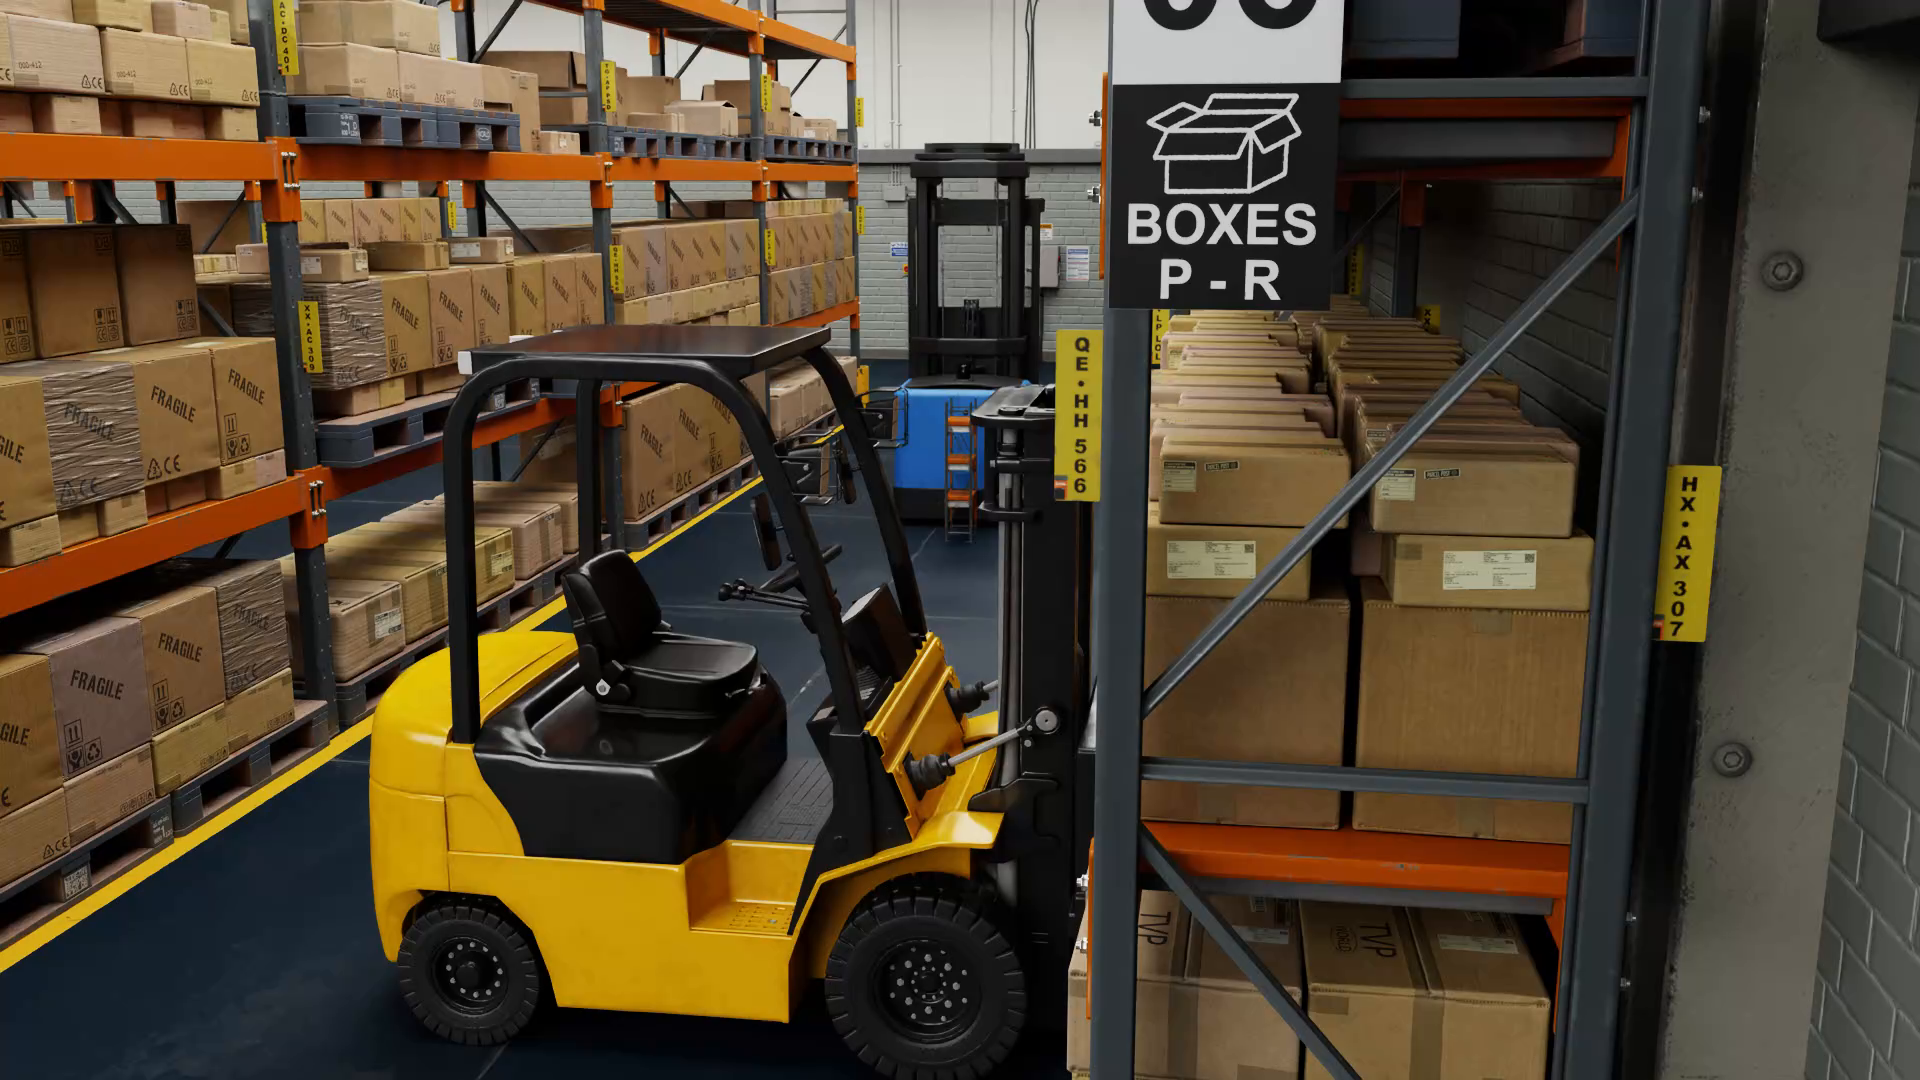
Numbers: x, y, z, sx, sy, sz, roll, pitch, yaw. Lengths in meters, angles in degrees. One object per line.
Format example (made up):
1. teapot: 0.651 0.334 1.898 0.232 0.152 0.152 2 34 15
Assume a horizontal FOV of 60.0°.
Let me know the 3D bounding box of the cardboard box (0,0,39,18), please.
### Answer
1. cardboard box: -3.492 -1.913 5.832 0.380 0.149 0.250 2 12 9

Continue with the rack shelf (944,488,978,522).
1. rack shelf: 0.008 -0.242 12.495 0.215 0.259 0.240 2 12 9

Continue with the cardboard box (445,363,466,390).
1. cardboard box: -2.993 -0.929 9.282 0.380 0.149 0.250 2 12 9

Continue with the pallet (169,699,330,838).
1. pallet: -3.594 0.979 7.448 1.003 0.211 1.213 2 12 9

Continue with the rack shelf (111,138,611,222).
1. rack shelf: -3.218 -2.056 9.500 1.077 0.370 4.000 2 12 9

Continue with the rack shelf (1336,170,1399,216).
1. rack shelf: 1.687 -1.896 8.757 1.077 0.370 4.000 2 12 9

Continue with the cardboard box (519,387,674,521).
1. cardboard box: -2.722 -0.665 12.506 0.875 0.875 0.875 2 12 8

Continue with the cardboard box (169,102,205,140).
1. cardboard box: -3.399 -1.743 6.937 0.380 0.149 0.250 2 12 9

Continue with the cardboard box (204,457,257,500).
1. cardboard box: -3.306 -0.273 7.236 0.380 0.149 0.250 2 12 10

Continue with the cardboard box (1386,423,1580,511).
1. cardboard box: 1.130 -0.160 3.631 0.380 0.149 0.250 2 12 11

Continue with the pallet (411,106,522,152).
1. pallet: -3.169 -2.240 9.094 1.213 0.211 1.003 2 12 9

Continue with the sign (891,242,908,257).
1. sign: -0.874 -4.344 24.887 0.327 0.218 0.001 2 12 9

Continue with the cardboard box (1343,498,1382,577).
1. cardboard box: 1.048 -0.014 3.659 0.380 0.149 0.250 2 12 9

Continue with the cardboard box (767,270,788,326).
1. cardboard box: -1.964 -2.328 15.939 0.500 0.500 0.500 2 12 11

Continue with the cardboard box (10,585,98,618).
1. cardboard box: -3.954 0.473 6.926 0.500 0.500 0.500 2 12 11

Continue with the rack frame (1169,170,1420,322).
1. rack frame: 1.379 -0.365 7.065 1.000 3.000 0.127 2 12 9

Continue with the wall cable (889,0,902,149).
1. wall cable: -1.084 -7.149 24.304 0.463 3.000 0.029 2 12 9

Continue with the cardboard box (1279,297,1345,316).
1. cardboard box: 2.115 -1.379 9.995 0.380 0.149 0.250 2 12 9

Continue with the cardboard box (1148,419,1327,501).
1. cardboard box: 0.618 -0.177 3.712 0.380 0.149 0.250 2 12 9

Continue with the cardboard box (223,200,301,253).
1. cardboard box: -6.892 -3.098 16.434 0.500 0.500 0.500 2 12 10

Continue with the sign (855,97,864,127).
1. sign: -1.146 -4.863 18.903 0.100 0.325 0.005 2 12 9

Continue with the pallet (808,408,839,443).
1. pallet: -1.916 -1.237 17.734 1.003 0.211 1.213 2 12 9

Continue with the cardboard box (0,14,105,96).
1. cardboard box: -3.497 -1.752 6.031 0.500 0.250 0.500 2 12 8

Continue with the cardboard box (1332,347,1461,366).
1. cardboard box: 1.400 -0.534 5.369 0.380 0.149 0.250 2 12 8

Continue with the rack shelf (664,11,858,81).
1. rack shelf: -1.988 -4.992 16.953 1.077 0.370 4.000 2 12 9

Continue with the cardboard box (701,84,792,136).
1. cardboard box: -2.120 -4.243 16.461 0.797 0.503 0.637 3 12 13

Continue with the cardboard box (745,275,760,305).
1. cardboard box: -2.123 -2.261 15.036 0.500 0.250 0.500 2 12 9

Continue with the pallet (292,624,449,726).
1. pallet: -3.407 0.676 8.854 1.003 0.211 1.213 2 12 9

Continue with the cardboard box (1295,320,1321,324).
1. cardboard box: 1.860 -1.008 8.273 0.380 0.149 0.250 2 12 9

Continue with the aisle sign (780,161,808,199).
1. aisle sign: -1.956 -4.318 19.238 0.394 0.787 0.004 2 12 9

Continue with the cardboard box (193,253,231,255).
1. cardboard box: -7.407 -2.633 16.650 0.500 0.500 0.500 2 12 9

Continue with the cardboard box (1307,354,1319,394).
1. cardboard box: 1.584 -0.655 6.637 0.380 0.149 0.250 2 12 8

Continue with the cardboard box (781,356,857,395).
1. cardboard box: -1.683 -1.835 18.972 0.875 0.438 0.875 1 12 7

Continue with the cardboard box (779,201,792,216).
1. cardboard box: -1.870 -3.260 16.351 0.380 0.149 0.250 2 12 8

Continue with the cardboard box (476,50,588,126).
1. cardboard box: -3.002 -3.163 11.687 0.797 0.503 0.637 1 12 5

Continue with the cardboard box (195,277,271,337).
1. cardboard box: -3.681 -1.028 8.203 0.500 0.500 0.500 2 12 8

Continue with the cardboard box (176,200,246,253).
1. cardboard box: -7.397 -3.119 16.529 0.500 0.500 0.500 1 12 7

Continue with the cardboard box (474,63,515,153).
1. cardboard box: -3.117 -2.556 9.867 0.797 0.503 0.637 2 12 9

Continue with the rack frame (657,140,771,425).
1. rack frame: -2.295 -2.190 15.535 1.000 3.000 0.127 2 12 9

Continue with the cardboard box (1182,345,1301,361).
1. cardboard box: 0.918 -0.549 5.436 0.380 0.149 0.250 2 12 8

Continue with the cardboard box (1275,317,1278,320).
1. cardboard box: 2.200 -1.266 10.417 0.500 0.250 0.500 2 12 10

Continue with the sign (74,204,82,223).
1. sign: -10.938 -4.005 20.647 0.100 0.325 0.005 2 12 9

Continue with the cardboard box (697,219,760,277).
1. cardboard box: -2.116 -2.627 14.950 0.500 0.500 0.500 2 12 10

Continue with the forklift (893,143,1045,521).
1. forklift: 0.140 -1.837 14.061 1.130 2.935 3.031 1 12 6

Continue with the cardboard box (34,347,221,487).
1. cardboard box: -3.421 -0.511 6.801 0.500 0.500 0.500 2 12 11

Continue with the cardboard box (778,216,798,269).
1. cardboard box: -1.899 -2.924 16.330 0.500 0.500 0.500 2 12 8

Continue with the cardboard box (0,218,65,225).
1. cardboard box: -11.288 -3.673 20.284 0.500 0.500 0.500 2 12 9

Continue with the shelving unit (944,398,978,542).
1. shelving unit: 0.008 -0.524 12.434 0.215 1.050 0.252 2 12 9

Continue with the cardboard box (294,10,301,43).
1. cardboard box: -3.427 -2.705 8.979 0.500 0.250 0.500 2 12 10

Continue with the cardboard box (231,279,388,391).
1. cardboard box: -3.170 -1.013 8.132 0.500 0.500 0.500 2 12 10
